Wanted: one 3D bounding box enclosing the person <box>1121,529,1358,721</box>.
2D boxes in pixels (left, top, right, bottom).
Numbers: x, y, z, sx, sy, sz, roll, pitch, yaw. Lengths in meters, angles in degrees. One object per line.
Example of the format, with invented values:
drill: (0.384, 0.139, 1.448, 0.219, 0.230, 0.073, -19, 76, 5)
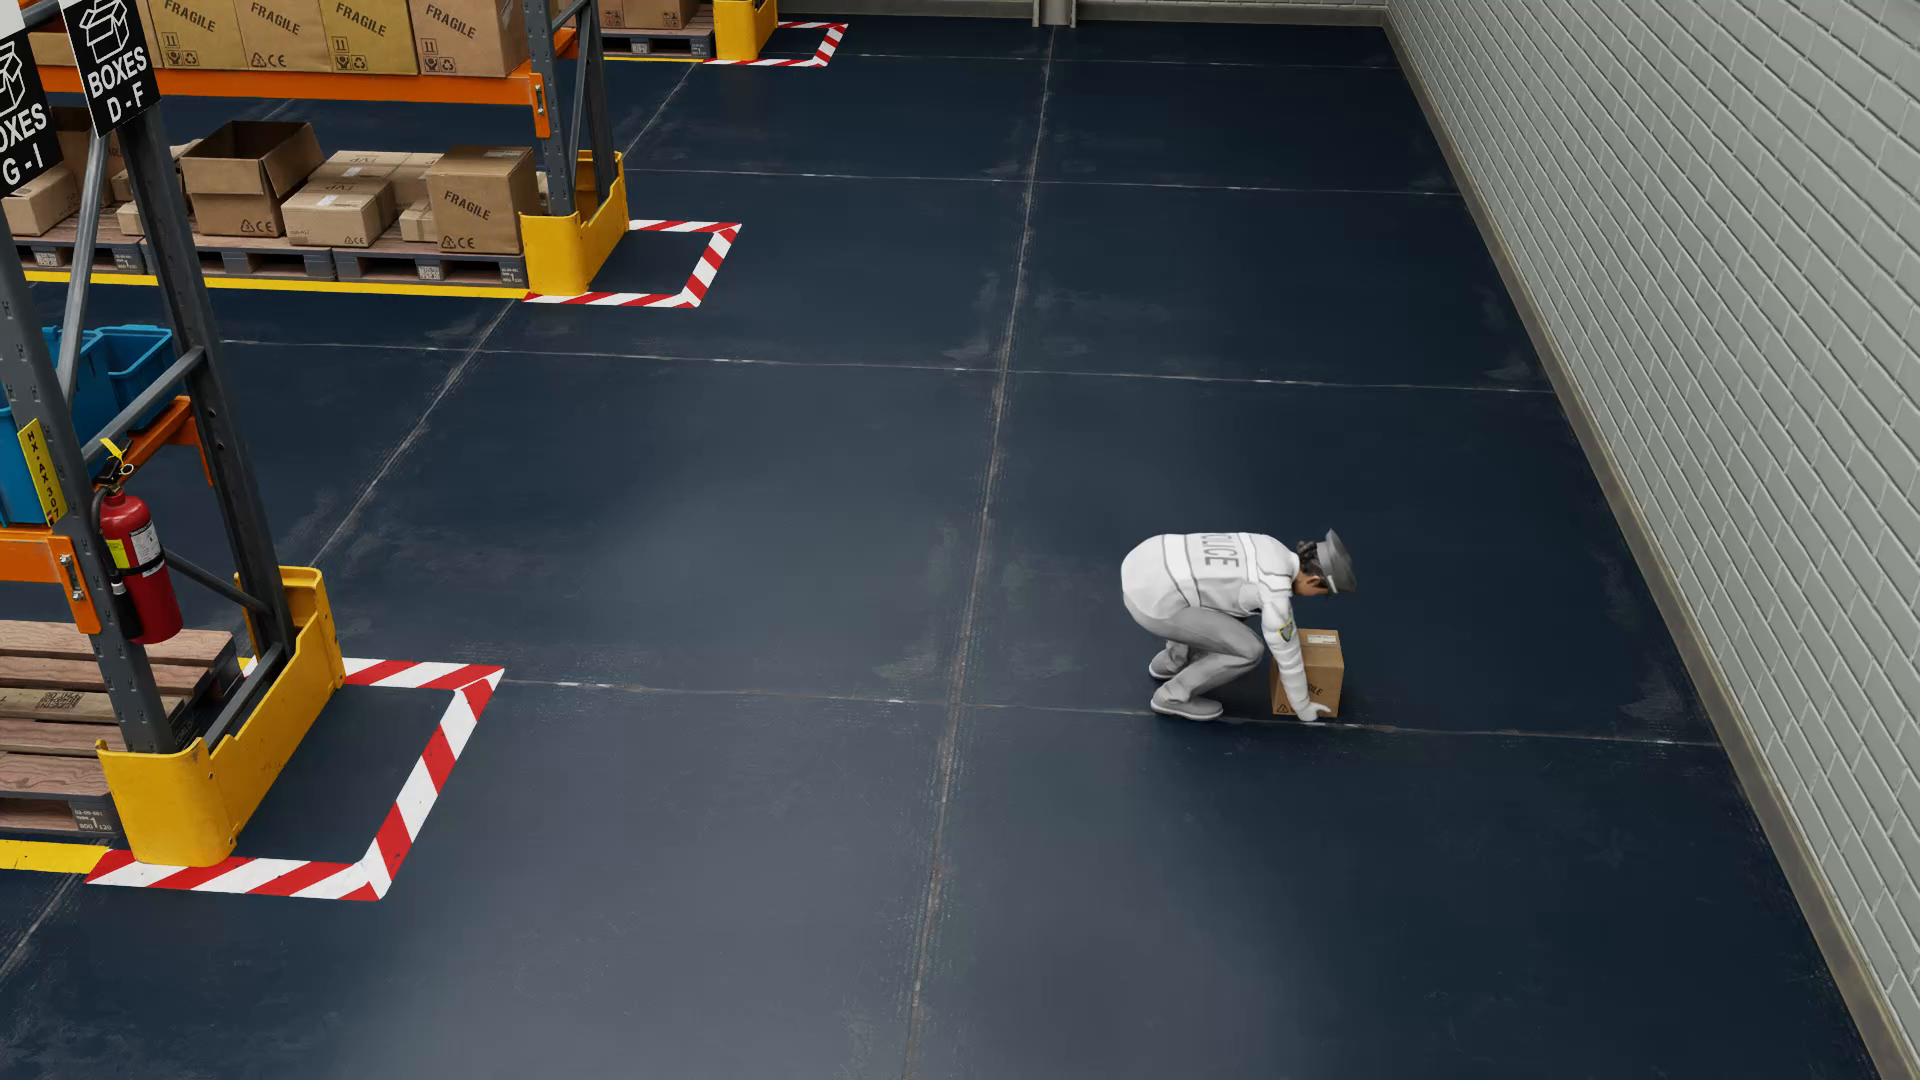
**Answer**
person: (1.080, 0.315, 6.512, 0.915, 0.763, 0.455, 2, 32, 3)
